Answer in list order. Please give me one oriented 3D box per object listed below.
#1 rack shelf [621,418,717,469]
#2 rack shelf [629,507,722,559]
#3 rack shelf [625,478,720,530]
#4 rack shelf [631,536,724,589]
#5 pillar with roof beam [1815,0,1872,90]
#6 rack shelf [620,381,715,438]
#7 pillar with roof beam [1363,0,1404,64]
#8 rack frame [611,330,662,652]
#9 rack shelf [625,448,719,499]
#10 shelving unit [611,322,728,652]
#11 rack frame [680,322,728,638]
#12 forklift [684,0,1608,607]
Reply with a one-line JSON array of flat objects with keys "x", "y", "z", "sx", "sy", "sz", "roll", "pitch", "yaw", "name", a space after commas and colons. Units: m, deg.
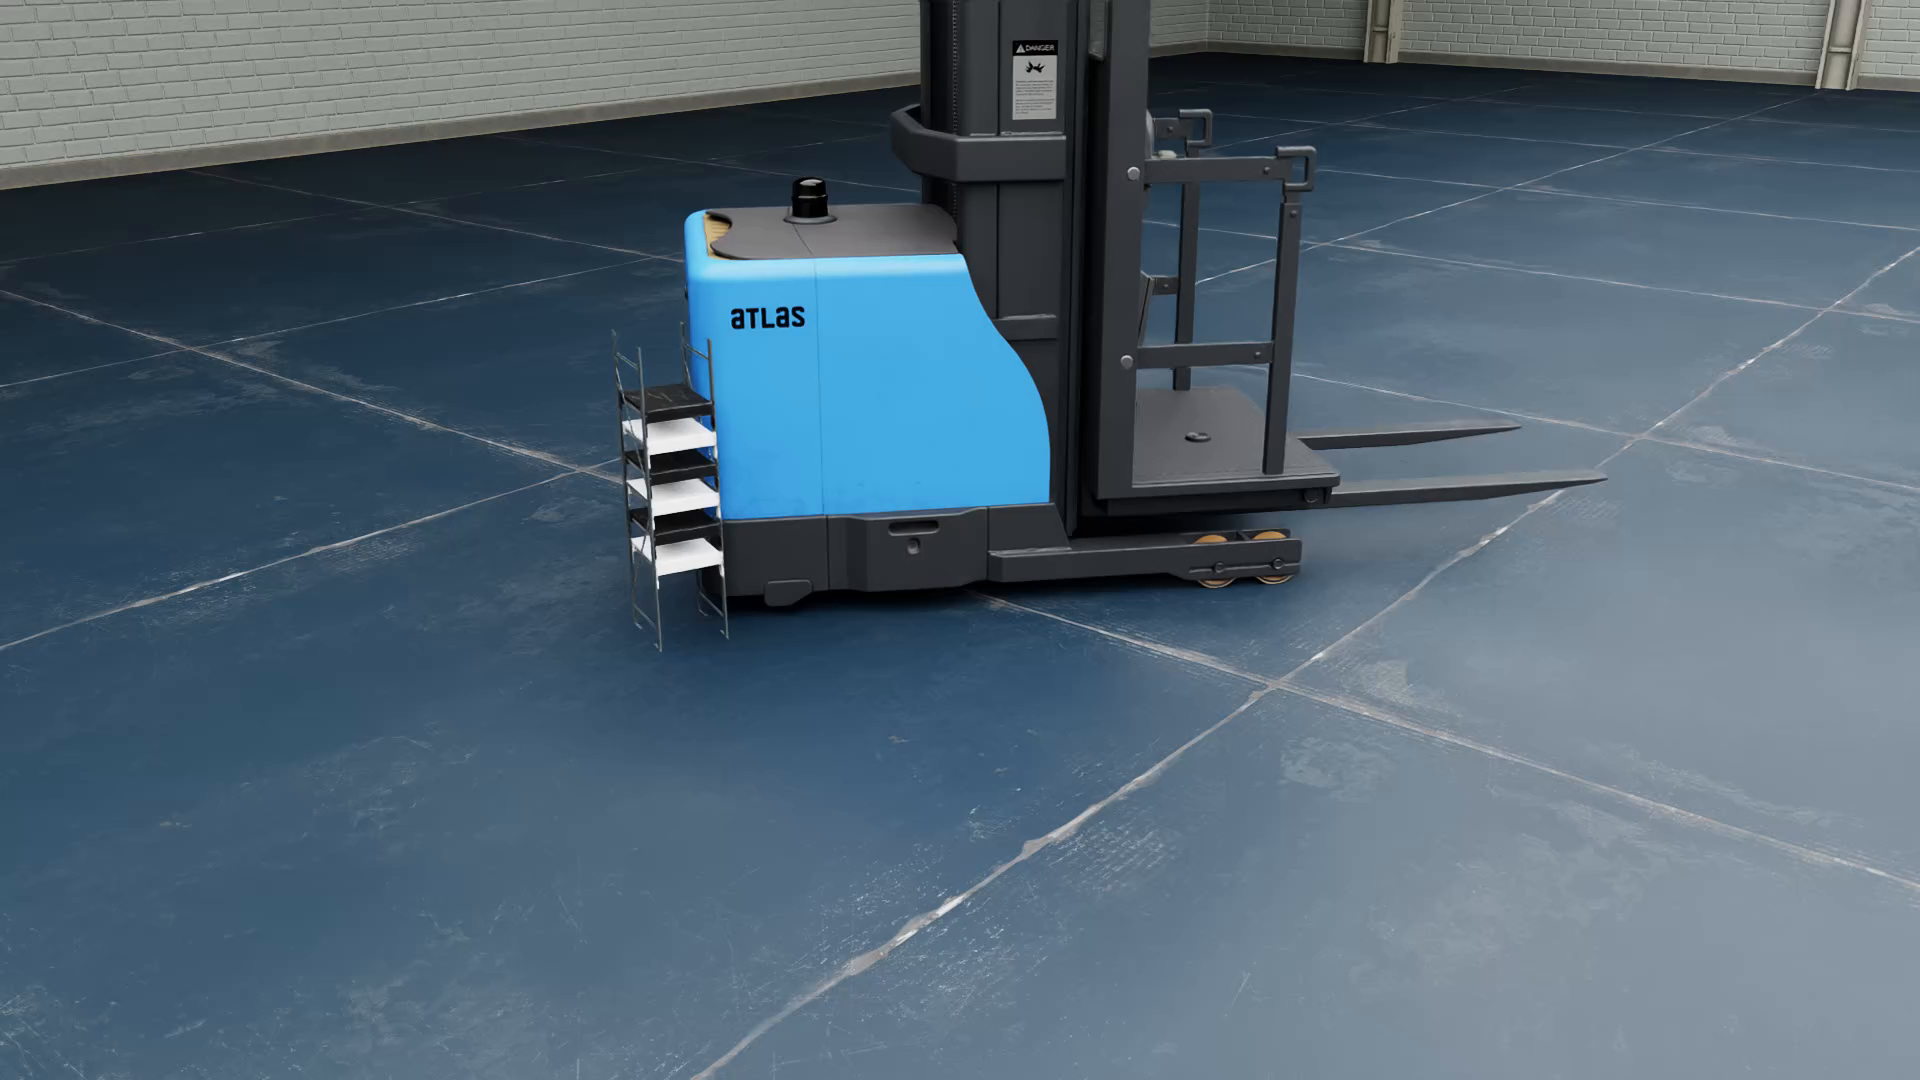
[{"x": -0.833, "y": -0.288, "z": 4.741, "sx": 0.200, "sy": 0.077, "sz": 0.258, "roll": -11, "pitch": 23, "yaw": -27, "name": "rack shelf"}, {"x": -0.833, "y": -0.036, "z": 4.837, "sx": 0.200, "sy": 0.077, "sz": 0.258, "roll": -11, "pitch": 23, "yaw": -27, "name": "rack shelf"}, {"x": -0.833, "y": -0.120, "z": 4.805, "sx": 0.200, "sy": 0.077, "sz": 0.258, "roll": -11, "pitch": 23, "yaw": -27, "name": "rack shelf"}, {"x": -0.833, "y": 0.048, "z": 4.869, "sx": 0.200, "sy": 0.077, "sz": 0.258, "roll": -11, "pitch": 23, "yaw": -27, "name": "rack shelf"}, {"x": 7.956, "y": -8.545, "z": 15.574, "sx": 0.400, "sy": 9.000, "sz": 9.100, "roll": 16, "pitch": 26, "yaw": 36, "name": "pillar with roof beam"}, {"x": -0.834, "y": -0.373, "z": 4.709, "sx": 0.200, "sy": 0.077, "sz": 0.258, "roll": -11, "pitch": 23, "yaw": -27, "name": "rack shelf"}, {"x": 3.308, "y": -9.884, "z": 19.124, "sx": 0.400, "sy": 9.000, "sz": 9.100, "roll": 16, "pitch": 26, "yaw": 36, "name": "pillar with roof beam"}, {"x": -0.922, "y": -0.134, "z": 4.747, "sx": 0.006, "sy": 0.900, "sz": 0.240, "roll": -11, "pitch": 23, "yaw": -27, "name": "rack frame"}, {"x": -0.833, "y": -0.204, "z": 4.773, "sx": 0.200, "sy": 0.077, "sz": 0.258, "roll": -11, "pitch": 23, "yaw": -27, "name": "rack shelf"}, {"x": -0.833, "y": -0.151, "z": 4.793, "sx": 0.210, "sy": 0.900, "sz": 0.258, "roll": -11, "pitch": 23, "yaw": -27, "name": "shelving unit"}, {"x": -0.744, "y": -0.169, "z": 4.839, "sx": 0.006, "sy": 0.900, "sz": 0.240, "roll": -11, "pitch": 23, "yaw": -27, "name": "rack frame"}, {"x": 0.635, "y": -1.399, "z": 5.224, "sx": 3.031, "sy": 2.935, "sz": 1.130, "roll": -3, "pitch": 21, "yaw": -9, "name": "forklift"}]
